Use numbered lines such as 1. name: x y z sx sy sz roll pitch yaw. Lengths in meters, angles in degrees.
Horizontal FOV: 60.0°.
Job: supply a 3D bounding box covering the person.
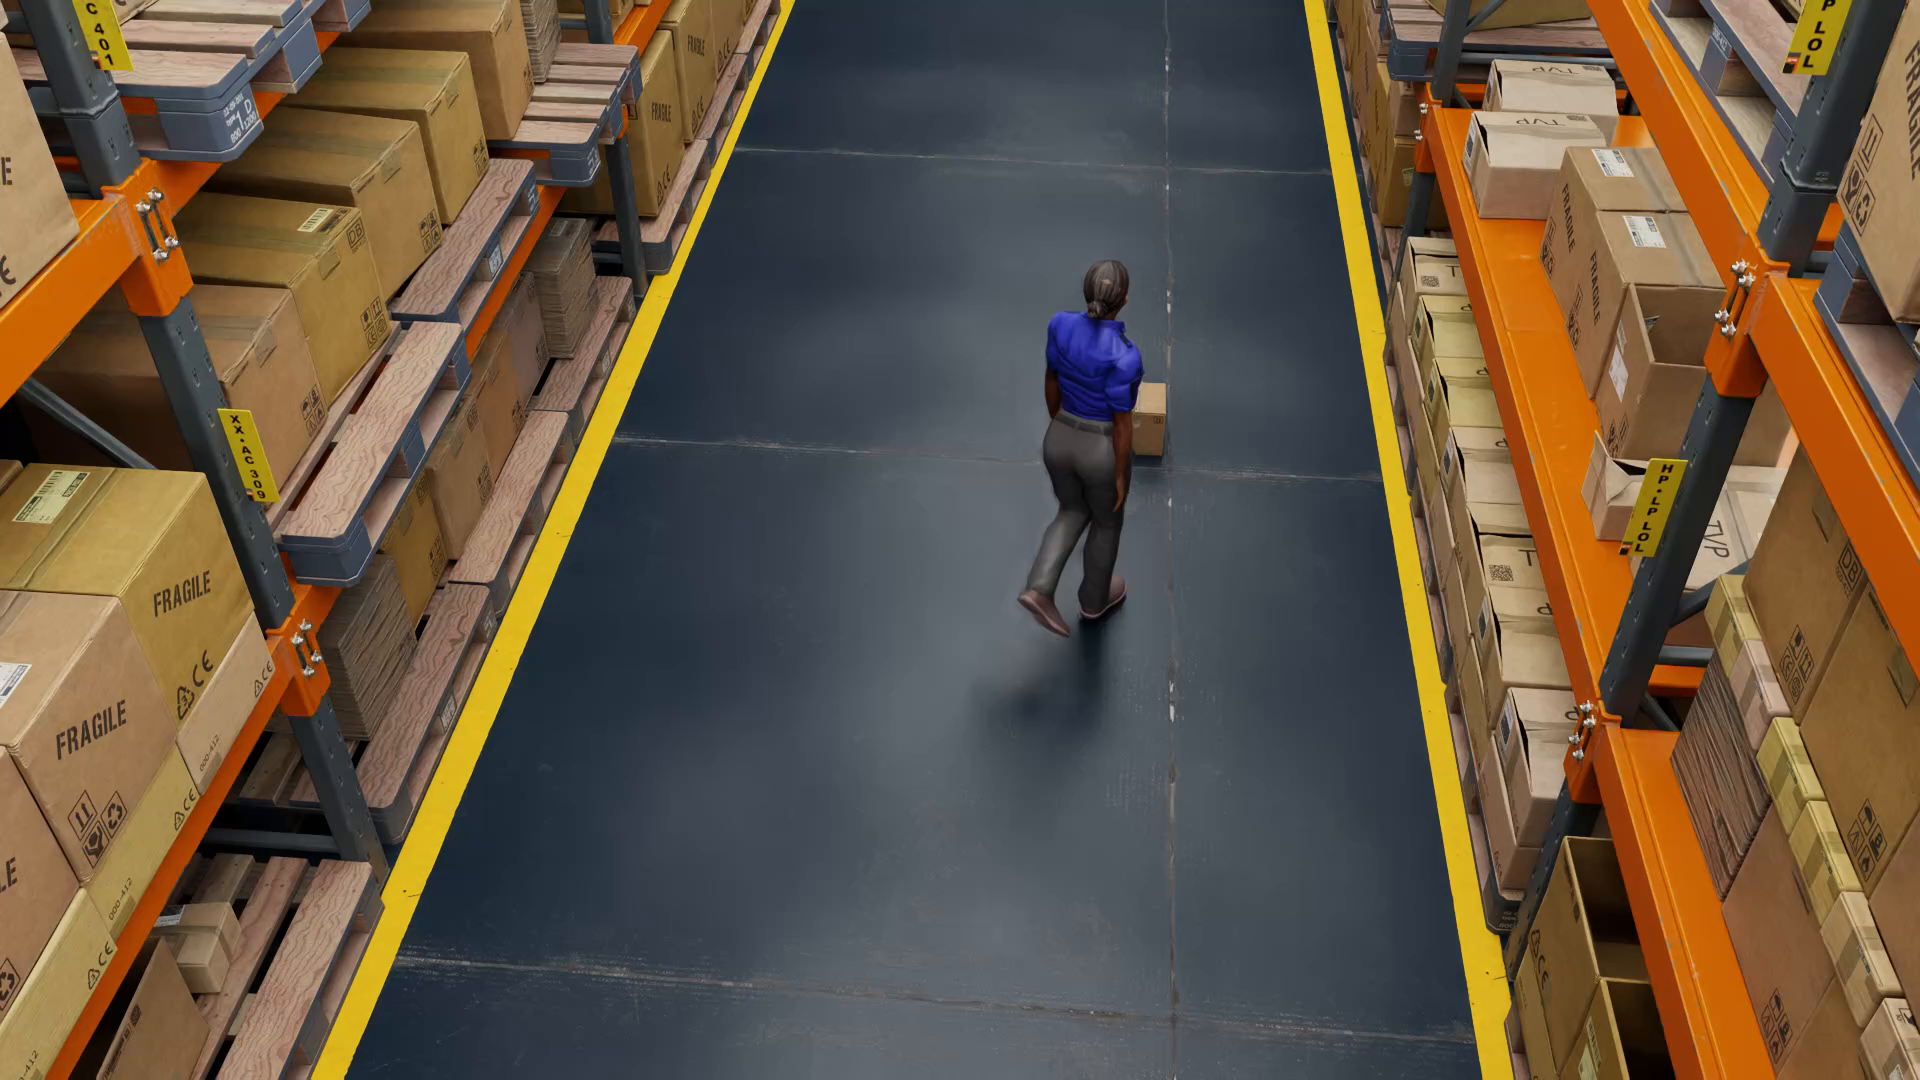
1. person: 0.436 -0.319 6.525 0.472 1.639 0.629 32 50 32
